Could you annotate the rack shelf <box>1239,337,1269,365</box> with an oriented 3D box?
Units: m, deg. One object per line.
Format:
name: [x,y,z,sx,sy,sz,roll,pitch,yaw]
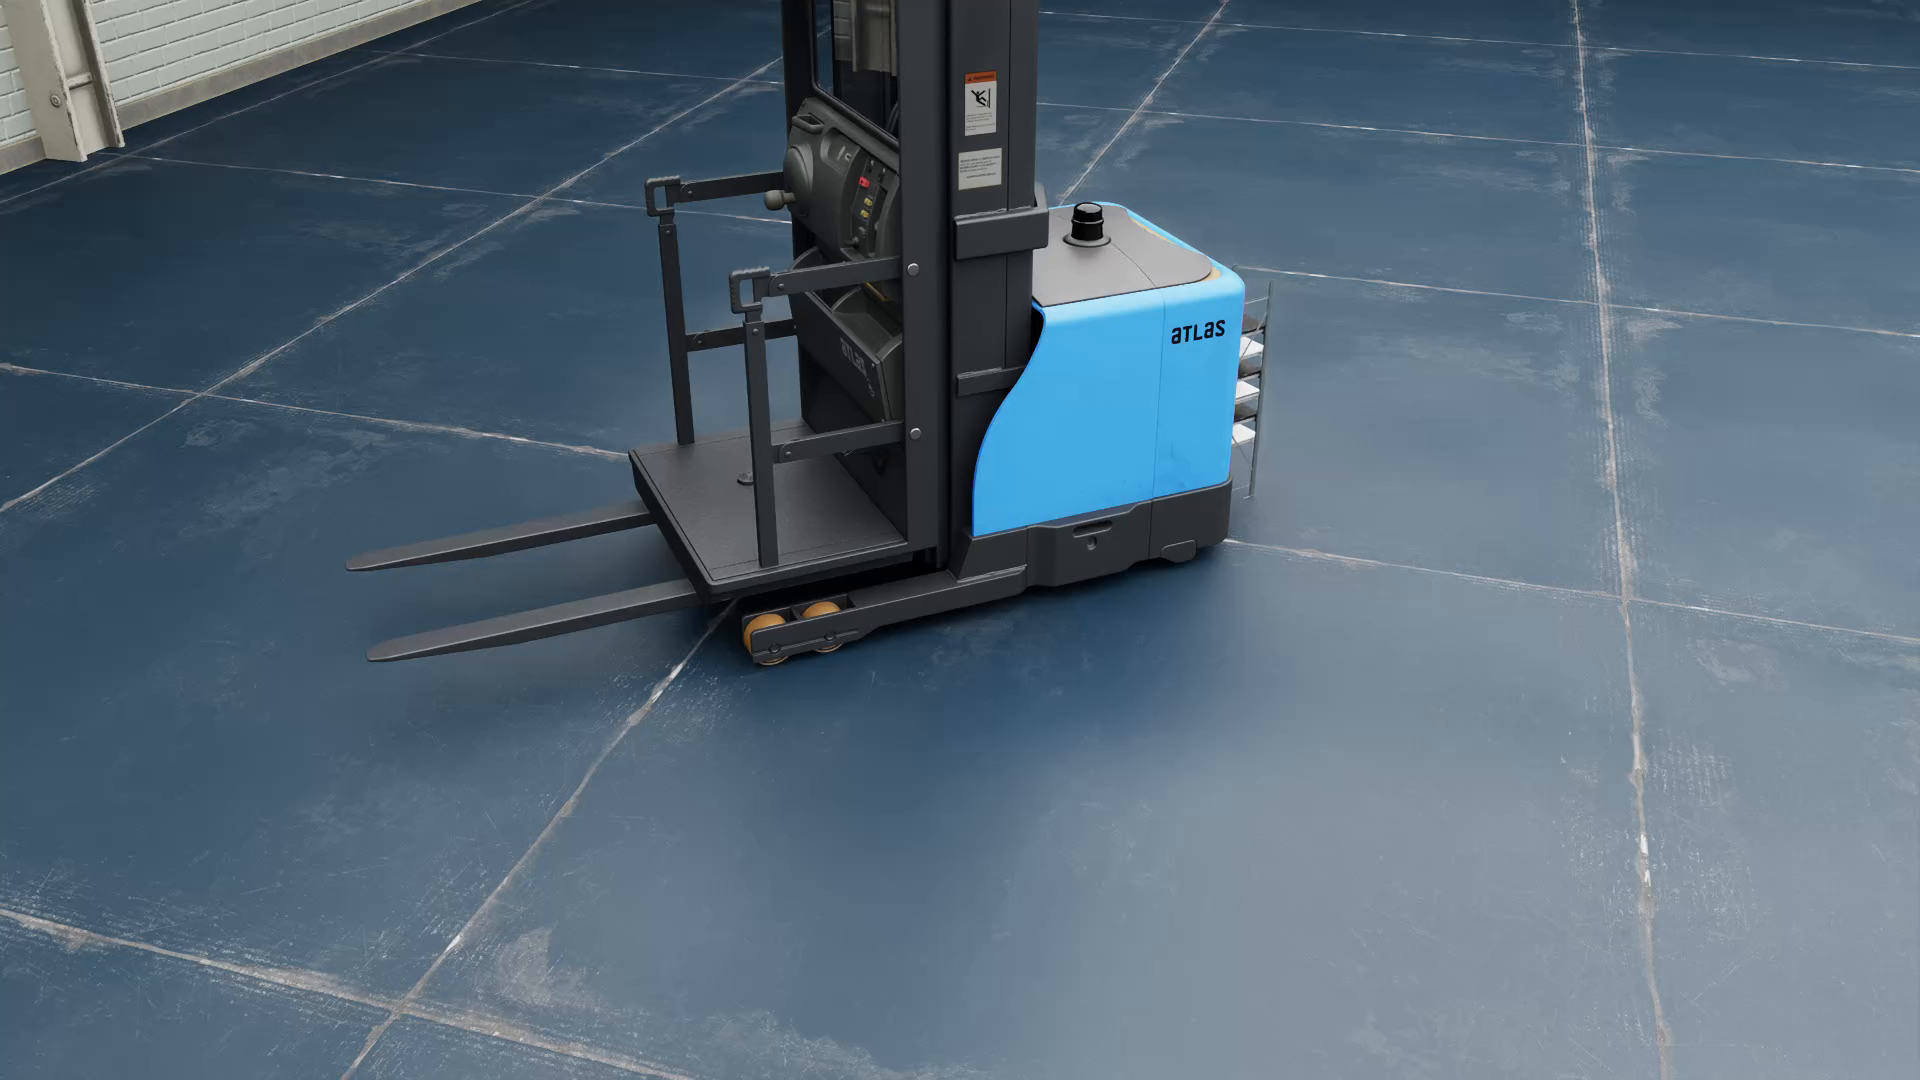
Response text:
rack shelf: [1.001,-0.703,6.287,0.258,0.077,0.200,-18,34,-29]

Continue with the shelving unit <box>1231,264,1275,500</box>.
shelving unit: [1.001,-0.575,6.358,0.258,0.900,0.210,-18,34,-29]

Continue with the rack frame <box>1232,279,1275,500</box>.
rack frame: [1.057,-0.534,6.284,0.240,0.900,0.006,-18,34,-29]

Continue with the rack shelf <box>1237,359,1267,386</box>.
rack shelf: [1.001,-0.625,6.331,0.258,0.077,0.200,-18,34,-29]

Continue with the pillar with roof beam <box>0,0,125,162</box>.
pillar with roof beam: [-1.558,-5.836,7.485,9.100,9.000,0.400,8,30,15]

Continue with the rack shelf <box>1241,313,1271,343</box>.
rack shelf: [1.001,-0.782,6.243,0.258,0.077,0.200,-18,34,-29]

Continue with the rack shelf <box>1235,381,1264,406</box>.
rack shelf: [1.001,-0.546,6.374,0.258,0.077,0.200,-18,34,-29]

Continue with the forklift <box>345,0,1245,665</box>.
forklift: [-0.573,-1.159,5.318,3.031,2.935,1.130,-12,31,-21]

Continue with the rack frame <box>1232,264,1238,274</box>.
rack frame: [0.945,-0.616,6.432,0.240,0.900,0.006,-18,34,-29]

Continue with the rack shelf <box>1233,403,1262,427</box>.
rack shelf: [1.001,-0.467,6.418,0.258,0.077,0.200,-18,34,-29]

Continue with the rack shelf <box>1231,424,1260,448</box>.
rack shelf: [1.001,-0.389,6.462,0.258,0.077,0.200,-18,34,-29]
